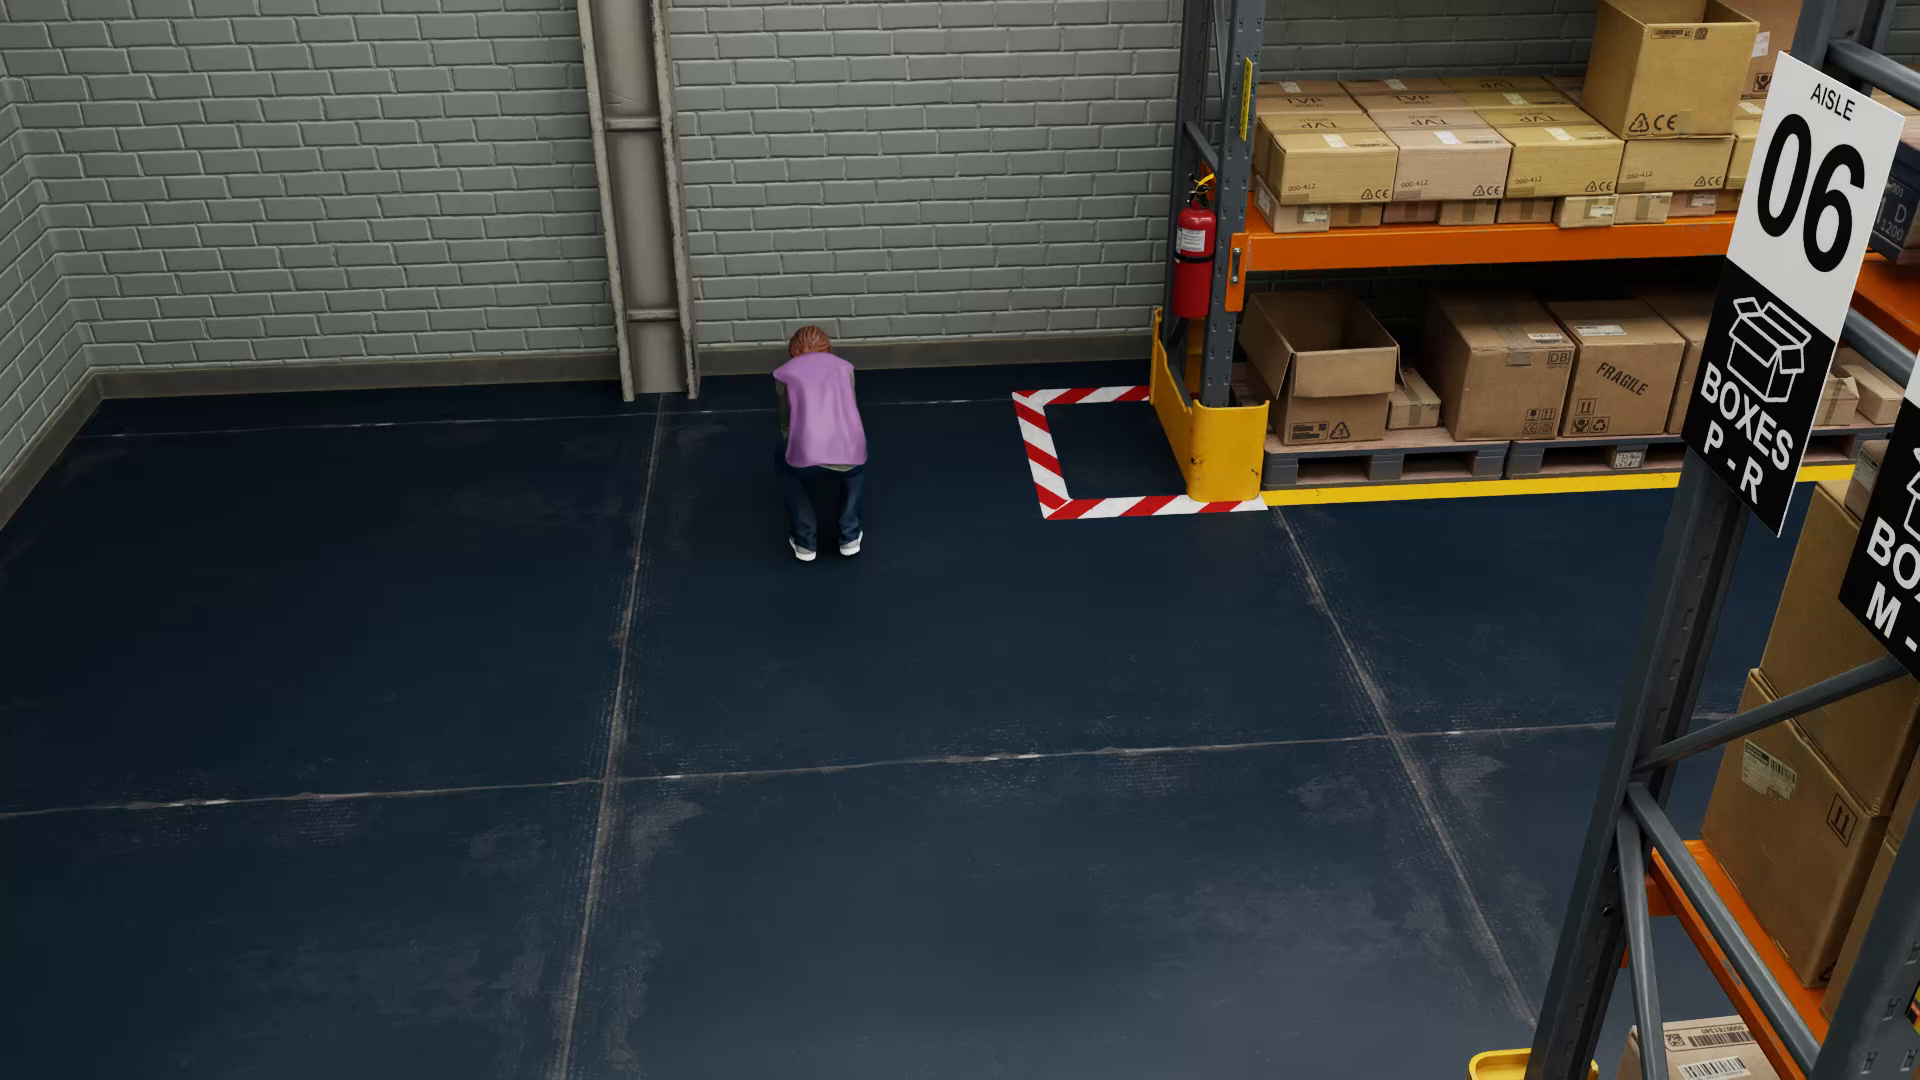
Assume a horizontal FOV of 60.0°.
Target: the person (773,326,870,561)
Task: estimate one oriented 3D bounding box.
[{"bbox_3d":[-0.622,-0.409,7.481,0.427,0.899,0.843,-4,32,-6],"label":"person"}]
